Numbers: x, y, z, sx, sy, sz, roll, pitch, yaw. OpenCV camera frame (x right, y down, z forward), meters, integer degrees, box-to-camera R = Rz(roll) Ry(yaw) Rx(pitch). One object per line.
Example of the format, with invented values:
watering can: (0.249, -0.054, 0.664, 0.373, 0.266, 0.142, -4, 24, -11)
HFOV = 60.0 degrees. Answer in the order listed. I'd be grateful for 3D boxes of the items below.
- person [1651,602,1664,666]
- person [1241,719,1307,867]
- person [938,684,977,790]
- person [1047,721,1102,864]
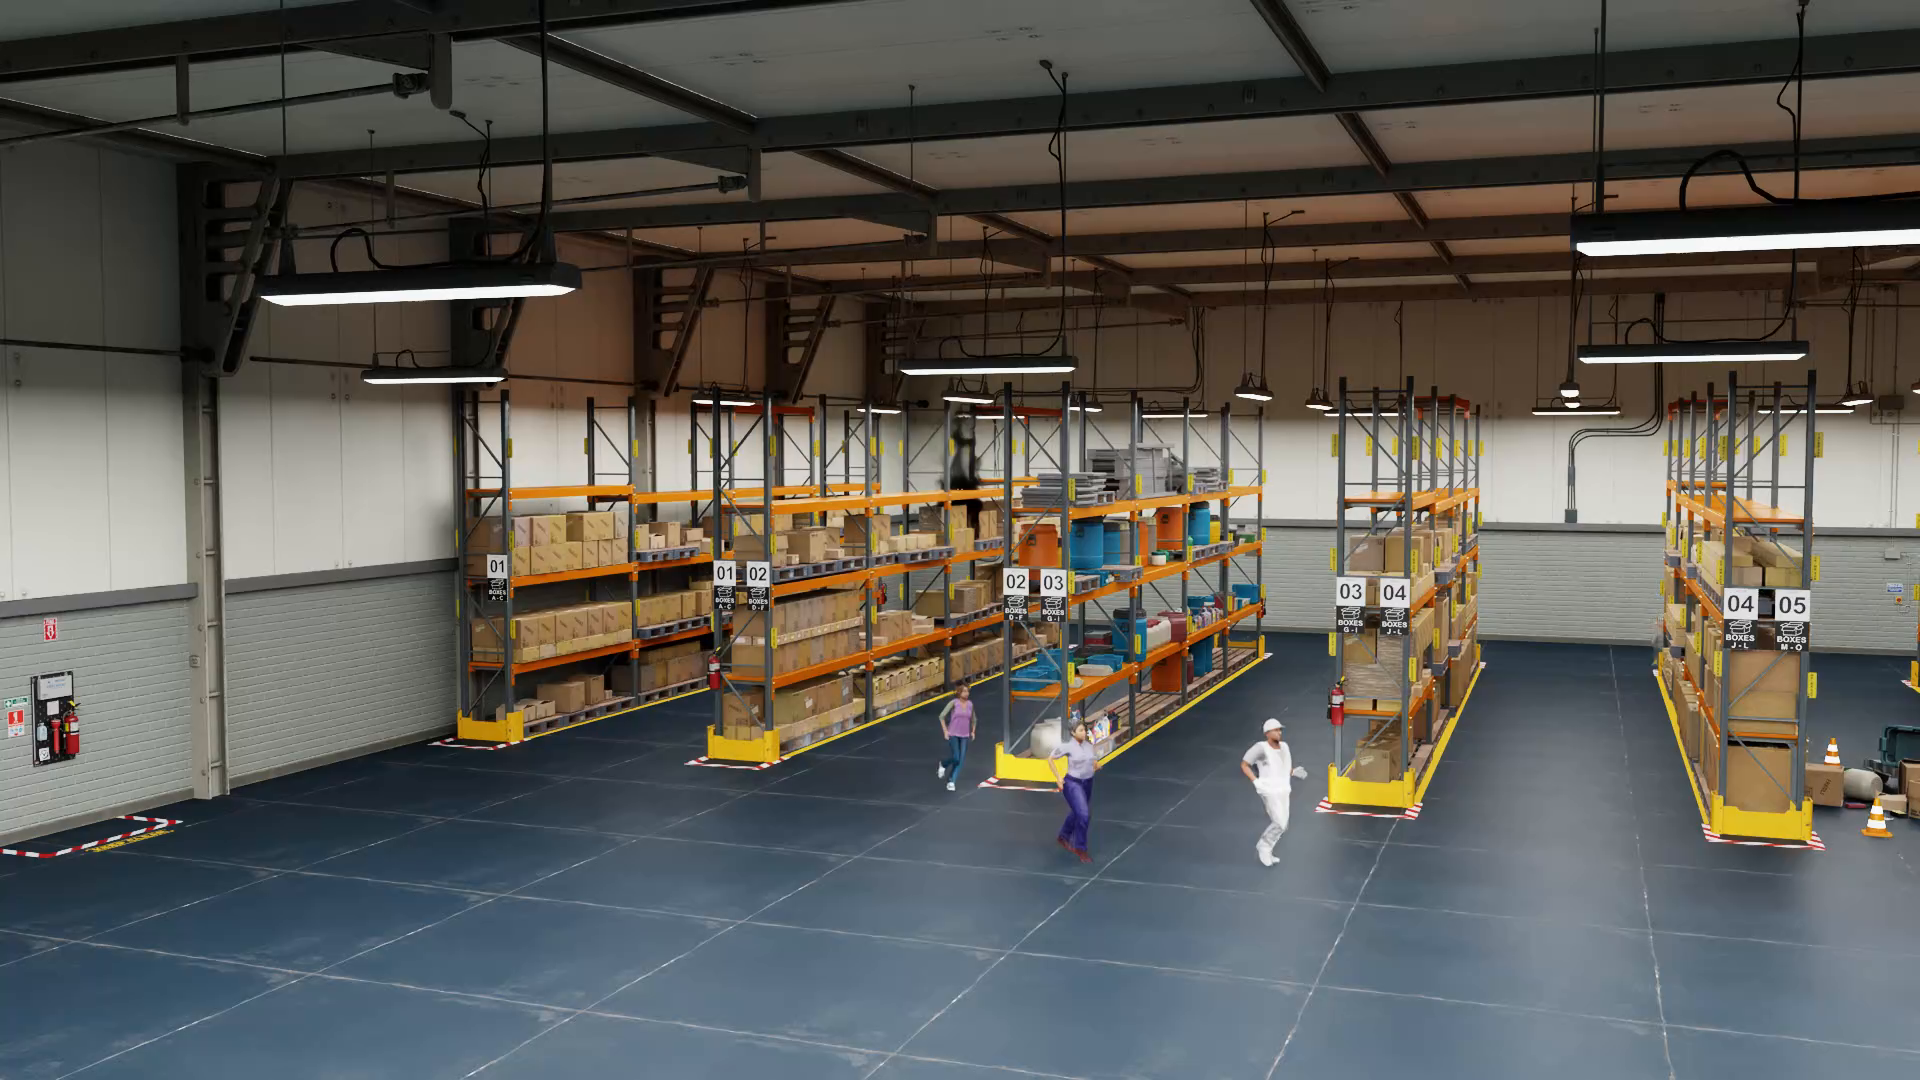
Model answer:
person: (16.043, 2.114, 37.961, 0.575, 1.652, 0.707, 2, 4, 32)
person: (3.790, 3.024, 19.846, 0.664, 1.759, 0.626, -3, 4, -39)
person: (-0.007, 2.889, 24.520, 0.573, 1.523, 0.510, -1, 3, -24)
person: (1.432, 3.075, 20.310, 0.744, 1.697, 0.582, 3, 4, 44)
